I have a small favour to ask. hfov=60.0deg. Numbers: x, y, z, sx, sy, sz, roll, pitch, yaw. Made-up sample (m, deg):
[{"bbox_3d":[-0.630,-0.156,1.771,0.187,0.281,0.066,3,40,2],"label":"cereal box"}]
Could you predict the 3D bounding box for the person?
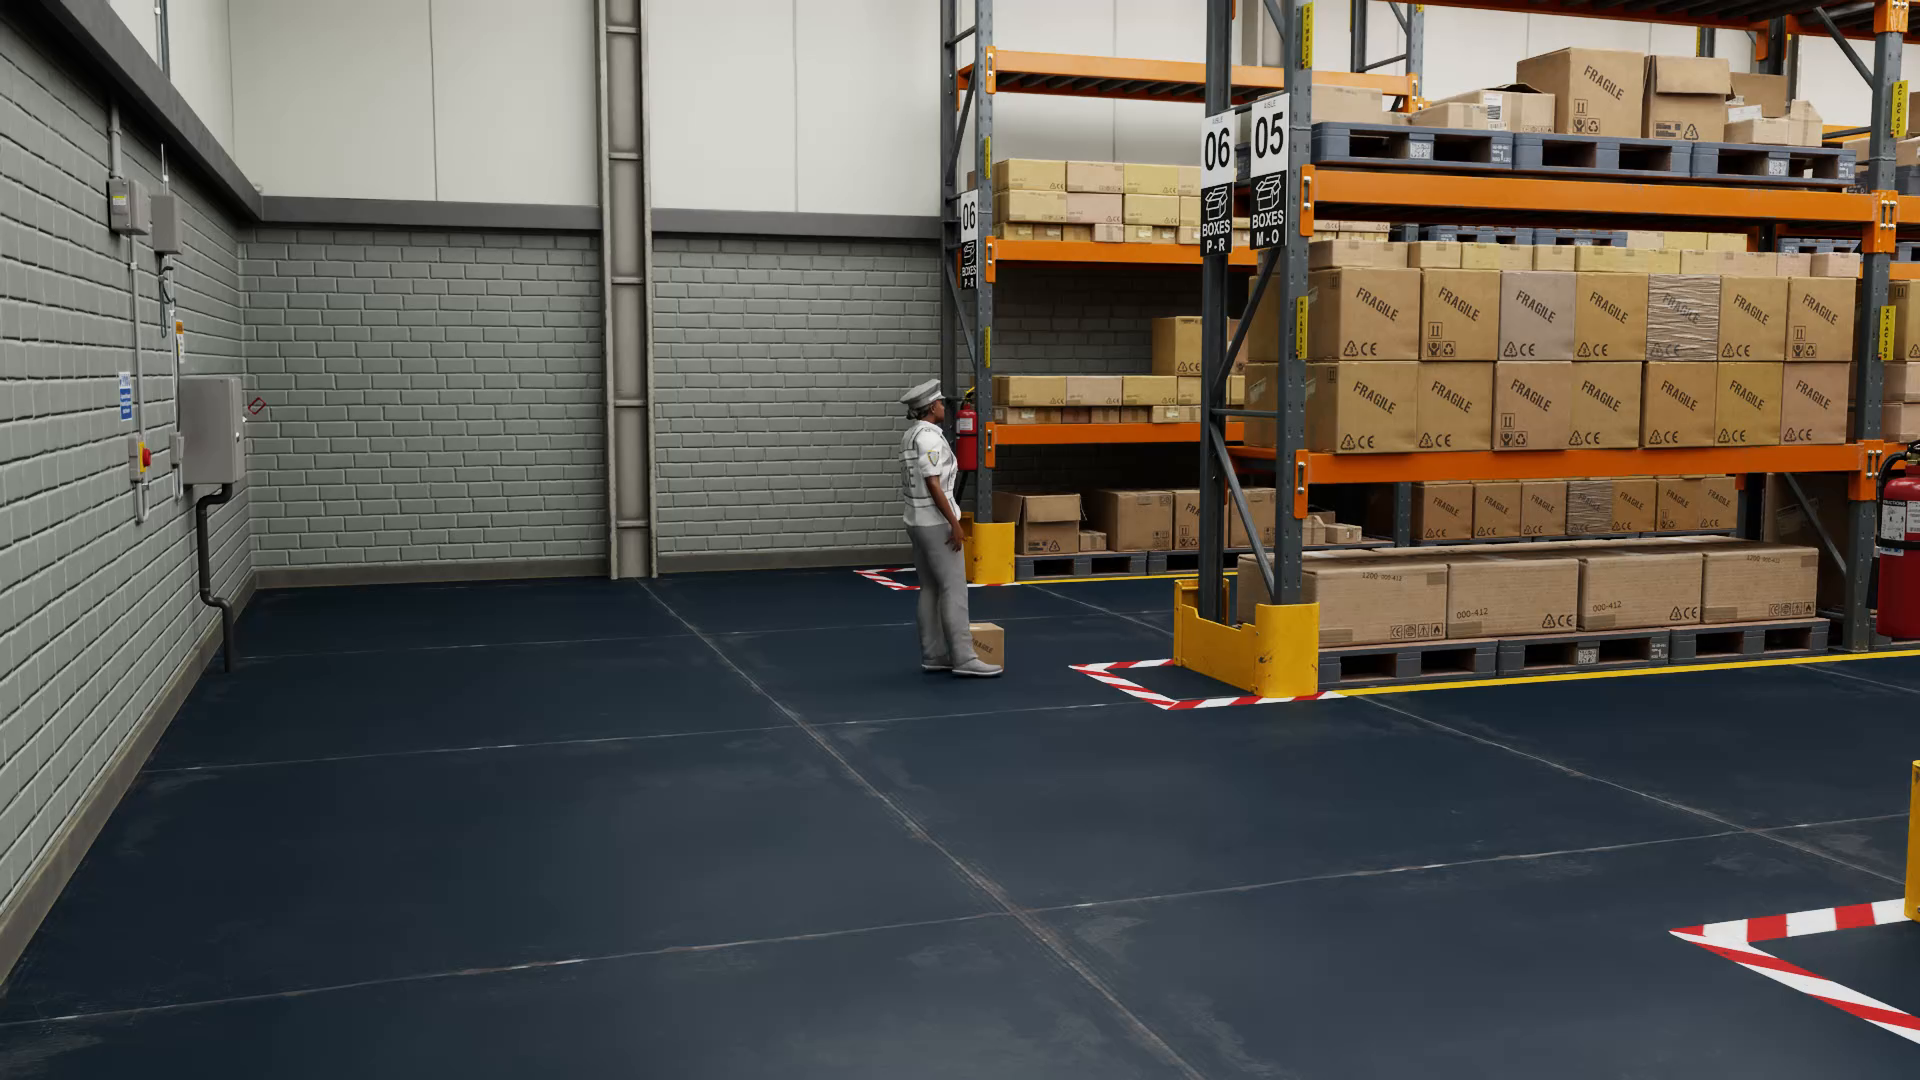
[{"bbox_3d":[-0.079,-0.082,9.614,0.529,1.694,0.569,-2,6,-19],"label":"person"}]
